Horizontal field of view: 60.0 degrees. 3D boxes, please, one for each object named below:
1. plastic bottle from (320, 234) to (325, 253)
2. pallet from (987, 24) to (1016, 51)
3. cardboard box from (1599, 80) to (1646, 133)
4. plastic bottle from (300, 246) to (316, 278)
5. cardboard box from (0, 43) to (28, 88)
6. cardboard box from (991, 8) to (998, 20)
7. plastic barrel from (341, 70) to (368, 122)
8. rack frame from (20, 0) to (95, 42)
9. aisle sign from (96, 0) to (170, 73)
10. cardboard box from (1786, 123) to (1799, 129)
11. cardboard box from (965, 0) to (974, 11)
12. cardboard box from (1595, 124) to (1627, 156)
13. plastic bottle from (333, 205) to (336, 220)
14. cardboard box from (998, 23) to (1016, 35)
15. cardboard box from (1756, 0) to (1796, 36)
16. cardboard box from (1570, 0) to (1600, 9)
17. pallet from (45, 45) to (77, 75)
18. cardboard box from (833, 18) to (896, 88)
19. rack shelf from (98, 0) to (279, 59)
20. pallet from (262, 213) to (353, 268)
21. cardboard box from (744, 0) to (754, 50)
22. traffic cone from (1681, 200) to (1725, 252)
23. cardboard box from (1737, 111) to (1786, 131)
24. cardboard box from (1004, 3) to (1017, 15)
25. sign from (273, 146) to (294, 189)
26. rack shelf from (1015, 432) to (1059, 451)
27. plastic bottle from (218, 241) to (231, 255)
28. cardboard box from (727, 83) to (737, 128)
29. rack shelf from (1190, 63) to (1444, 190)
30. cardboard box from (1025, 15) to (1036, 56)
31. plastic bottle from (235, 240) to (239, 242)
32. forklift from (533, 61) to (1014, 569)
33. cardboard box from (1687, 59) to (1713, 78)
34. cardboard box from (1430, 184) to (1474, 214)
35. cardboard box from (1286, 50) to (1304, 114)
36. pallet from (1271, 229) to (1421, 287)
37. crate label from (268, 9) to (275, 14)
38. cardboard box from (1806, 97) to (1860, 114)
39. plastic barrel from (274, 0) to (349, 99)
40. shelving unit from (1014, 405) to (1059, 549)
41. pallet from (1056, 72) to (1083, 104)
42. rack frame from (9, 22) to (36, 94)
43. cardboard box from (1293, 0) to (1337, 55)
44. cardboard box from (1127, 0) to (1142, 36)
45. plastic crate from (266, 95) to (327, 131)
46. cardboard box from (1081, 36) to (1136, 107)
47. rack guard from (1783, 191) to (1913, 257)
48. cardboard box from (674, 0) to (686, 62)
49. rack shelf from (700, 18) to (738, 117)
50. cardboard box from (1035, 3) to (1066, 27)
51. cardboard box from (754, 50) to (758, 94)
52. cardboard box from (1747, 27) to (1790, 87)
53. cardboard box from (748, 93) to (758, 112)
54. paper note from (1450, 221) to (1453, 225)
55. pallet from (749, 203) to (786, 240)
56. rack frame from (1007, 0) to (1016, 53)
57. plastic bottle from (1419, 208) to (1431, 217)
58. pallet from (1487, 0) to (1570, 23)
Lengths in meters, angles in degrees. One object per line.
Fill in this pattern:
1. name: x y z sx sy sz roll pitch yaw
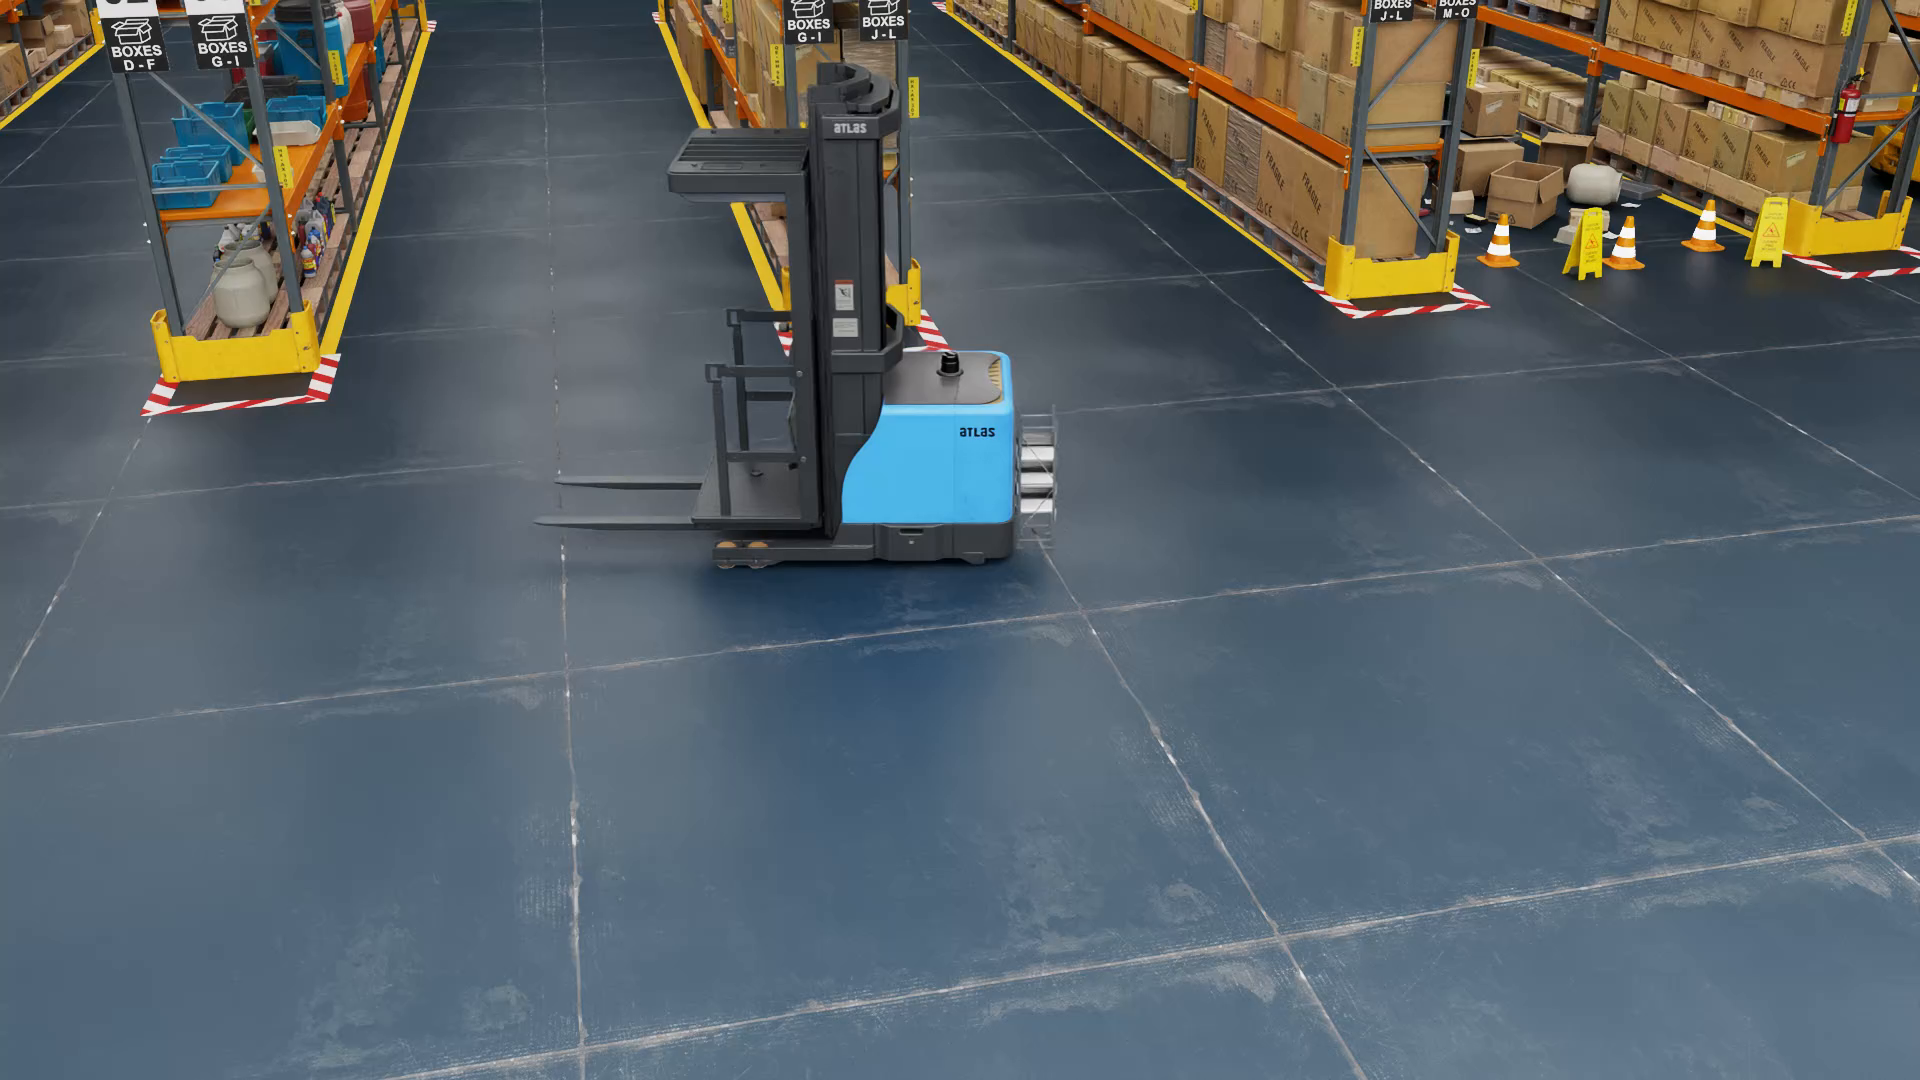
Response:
1. plastic bottle: -6.017 -2.794 15.573 0.097 0.201 0.097 0 27 0
2. pallet: 1.047 -7.967 26.301 1.003 0.211 1.213 -6 27 -12
3. cardboard box: 7.706 -4.964 19.010 0.500 0.500 0.500 -5 27 -9
4. plastic bottle: -5.848 -2.497 14.907 0.097 0.271 0.097 0 27 0
5. cardboard box: -12.884 -6.350 22.288 0.500 0.500 0.500 -6 27 -12
6. cardboard box: 0.702 -8.308 26.249 0.380 0.149 0.250 -7 28 -13
7. plastic barrel: -7.673 -5.634 20.527 0.600 0.830 0.708 -6 27 -12
8. rack frame: -14.176 -9.213 25.675 1.000 3.000 0.127 -6 27 -12
9. aisle sign: -6.017 -3.789 12.044 0.394 0.787 0.004 -6 27 -12
10. cardboard box: 8.697 -4.116 17.330 0.500 0.500 0.500 -7 28 -14
11. cardboard box: 0.290 -8.991 27.932 0.380 0.149 0.250 -6 27 -11
12. cardboard box: 7.706 -4.630 19.179 0.500 0.250 0.500 -7 28 -14
13. plastic bottle: -6.260 -3.266 16.510 0.097 0.201 0.097 0 27 0
14. cardboard box: 0.813 -7.973 25.916 0.380 0.149 0.250 -6 27 -11
15. cardboard box: 8.303 -5.249 16.269 0.700 0.500 0.500 -6 27 -11
16. cardboard box: 7.508 -6.500 19.393 0.500 0.500 0.500 -6 27 -13
17. pallet: -13.707 -7.051 24.485 1.003 0.211 1.213 -6 27 -12
18. cardboard box: -0.776 -4.087 13.967 0.500 0.500 0.500 -6 27 -12
19. rack shelf: -6.194 -4.587 13.978 1.077 0.370 4.000 -6 27 -12
20. pallet: -6.534 -2.903 16.267 1.003 0.211 1.213 -6 27 -12
21. cardboard box: -1.739 -4.911 15.601 0.500 0.500 0.500 -6 27 -12
22. traffic cone: 7.383 -3.125 16.428 0.336 0.463 0.334 -6 27 -12
23. cardboard box: 8.154 -4.264 16.902 0.380 0.149 0.250 -5 27 -10
24. cardboard box: 0.899 -8.231 25.766 0.380 0.149 0.250 -5 27 -10
25. sign: -5.207 -2.868 12.796 0.100 0.325 0.005 -6 27 -12
26. rack shelf: 0.481 -0.606 10.426 0.258 0.077 0.200 -1 27 -1
27. plastic bottle: -6.615 -2.546 15.000 0.152 0.276 0.135 -6 27 -11
28. cardboard box: -2.413 -5.252 20.112 0.700 0.500 0.500 -8 28 -16
29. rack shelf: 3.487 -4.210 16.560 1.077 0.370 4.000 -6 27 -12
30. cardboard box: 1.262 -7.409 24.408 0.500 0.500 0.500 -5 27 -9
31. plastic bottle: -6.511 -2.561 15.021 0.061 0.283 0.133 -6 27 -12
32. forklift: -1.178 -1.367 10.206 3.031 2.935 1.130 0 27 0
33. cardboard box: 7.957 -5.003 17.611 0.380 0.149 0.250 -6 27 -12
34. cardboard box: 5.218 -3.621 17.629 0.396 0.266 0.258 -1 27 -3
35. cardboard box: 3.660 -4.376 15.925 0.875 0.550 0.550 -6 27 -12
36. pallet: 3.681 -2.751 15.966 1.003 0.211 1.213 -6 27 -12
37. crate label: -7.586 -5.755 18.784 0.502 0.435 0.616 -6 27 -12
38. cardboard box: 8.444 -4.230 16.081 0.380 0.149 0.250 -5 27 -10
39. plastic barrel: -6.437 -4.871 16.515 0.600 0.901 0.708 -6 27 -12
40. shelving unit: 0.481 -0.394 10.533 0.258 0.900 0.210 -1 27 -1
41. pallet: 1.960 -6.263 22.925 1.003 0.211 1.213 -6 27 -12
42. rack frame: -13.275 -7.457 22.196 1.000 3.000 0.127 -6 27 -12
43. cardboard box: 3.684 -4.861 15.686 0.875 0.550 0.550 -6 27 -12
44. cardboard box: 2.313 -6.322 19.835 0.500 0.500 0.500 -6 27 -12
45. plastic crate: -6.131 -3.922 15.357 0.499 0.251 0.616 -6 27 -12
46. cardboard box: 2.184 -6.072 21.481 1.050 0.750 0.750 -6 27 -12
47. rack guard: 8.720 -3.117 16.372 1.175 0.500 0.348 -6 27 -12
48. cardboard box: -3.459 -7.422 24.017 1.225 0.875 0.875 -6 27 -11
49. rack shelf: -2.270 -5.507 19.129 1.077 0.370 4.000 -6 27 -12
50. cardboard box: 1.375 -7.518 23.792 0.500 0.250 0.500 -5 27 -10
51. cardboard box: -1.489 -4.491 15.878 0.875 0.500 0.500 -6 27 -12
52. cardboard box: 8.238 -4.808 16.506 0.500 0.500 0.500 -6 27 -11
53. cardboard box: -1.855 -4.272 16.163 0.380 0.149 0.250 -6 27 -12
54. paper note: 5.101 -3.291 17.259 0.032 0.001 0.123 8 28 15
55. pallet: -1.634 -3.414 17.279 1.003 0.211 1.213 -6 27 -12
56. rack frame: 1.233 -8.921 25.096 1.000 3.000 0.127 -6 27 -12
57. plastic bottle: 4.828 -3.451 17.520 0.283 0.061 0.133 -16 31 -29
58. pallet: 7.420 -6.761 21.030 1.003 0.211 1.213 -6 27 -12
